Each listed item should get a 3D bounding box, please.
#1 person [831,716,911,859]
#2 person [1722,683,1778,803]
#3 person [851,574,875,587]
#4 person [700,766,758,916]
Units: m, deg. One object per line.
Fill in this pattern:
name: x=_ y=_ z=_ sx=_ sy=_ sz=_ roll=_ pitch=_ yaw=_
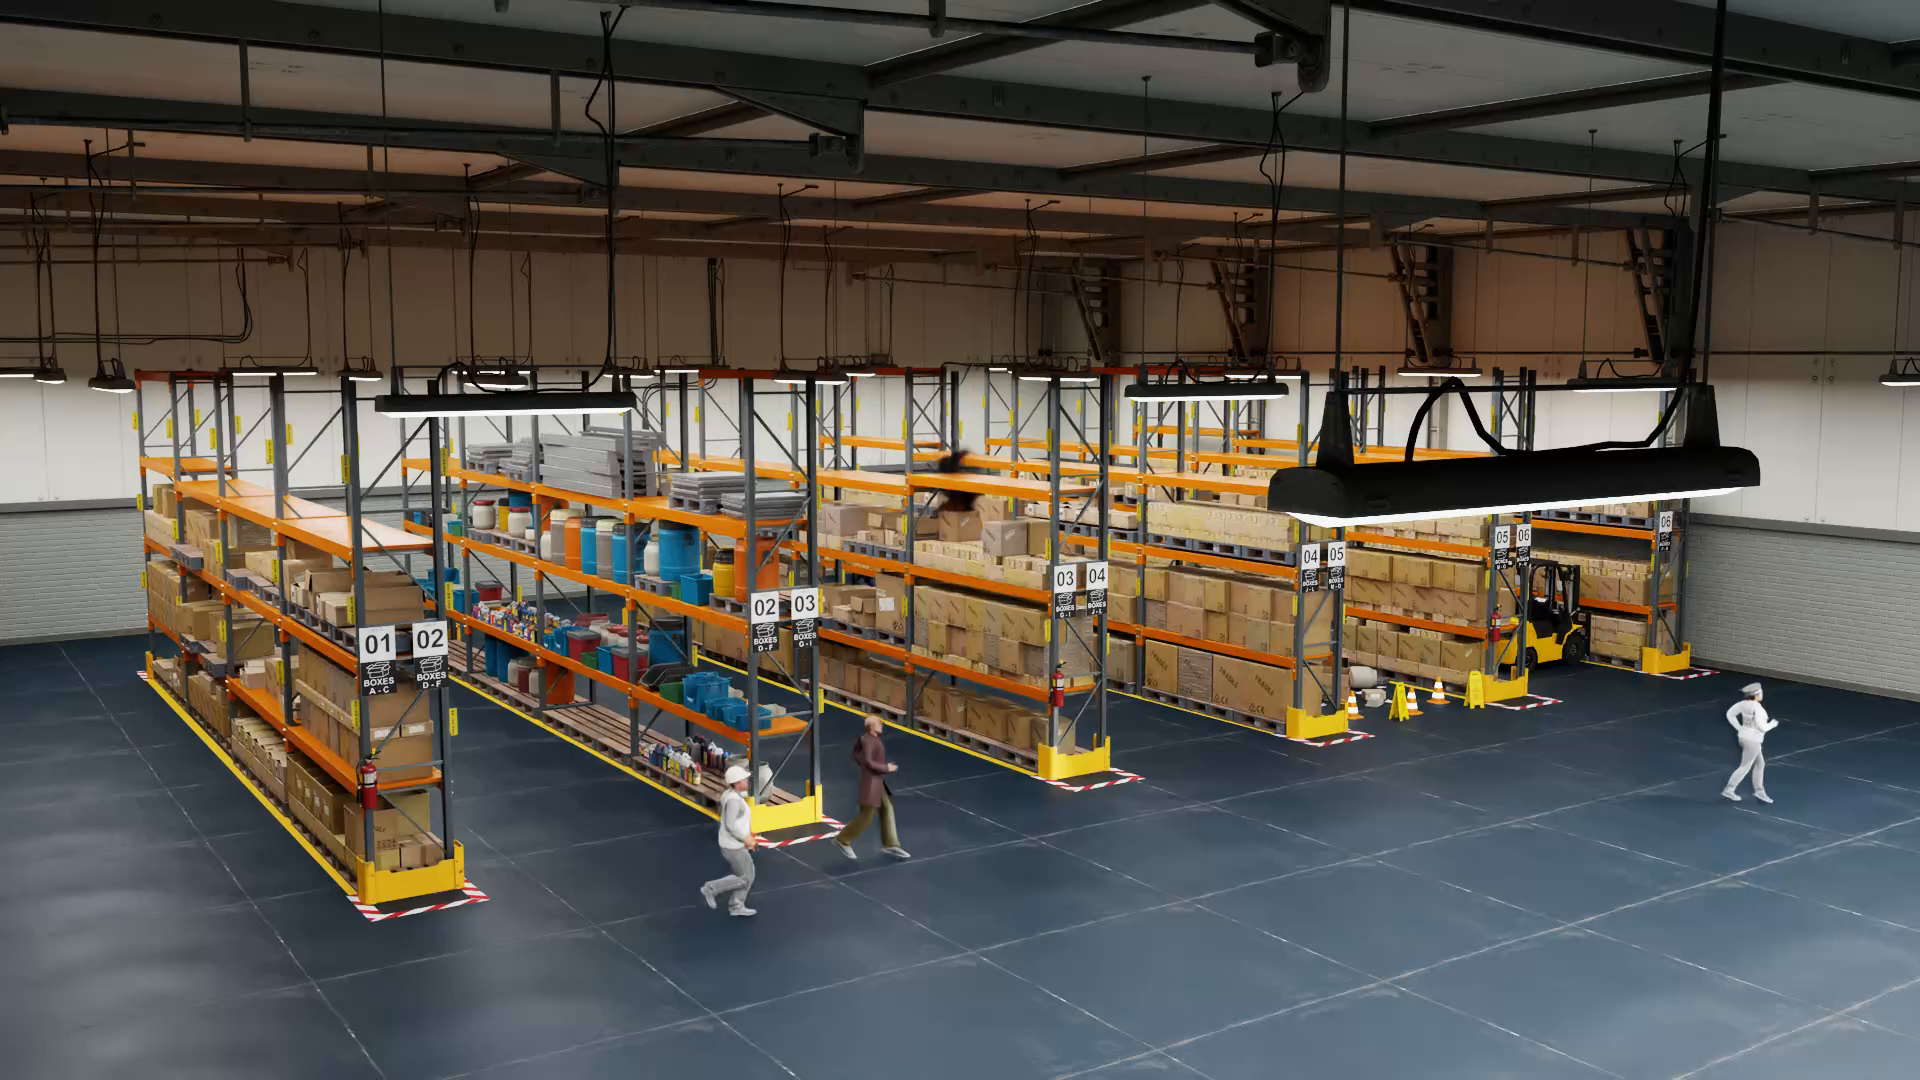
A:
person: x=-1.119 y=3.093 z=20.859 sx=0.991 sy=1.789 sz=0.740 roll=0 pitch=6 yaw=-2
person: x=11.074 y=2.850 z=23.308 sx=0.759 sy=1.729 sz=0.608 roll=0 pitch=6 yaw=0
person: x=-2.471 y=0.787 z=42.104 sx=0.745 sy=1.671 sz=0.690 roll=4 pitch=7 yaw=28
person: x=-2.599 y=3.385 z=18.627 sx=0.636 sy=1.728 sz=0.650 roll=-1 pitch=7 yaw=-10
